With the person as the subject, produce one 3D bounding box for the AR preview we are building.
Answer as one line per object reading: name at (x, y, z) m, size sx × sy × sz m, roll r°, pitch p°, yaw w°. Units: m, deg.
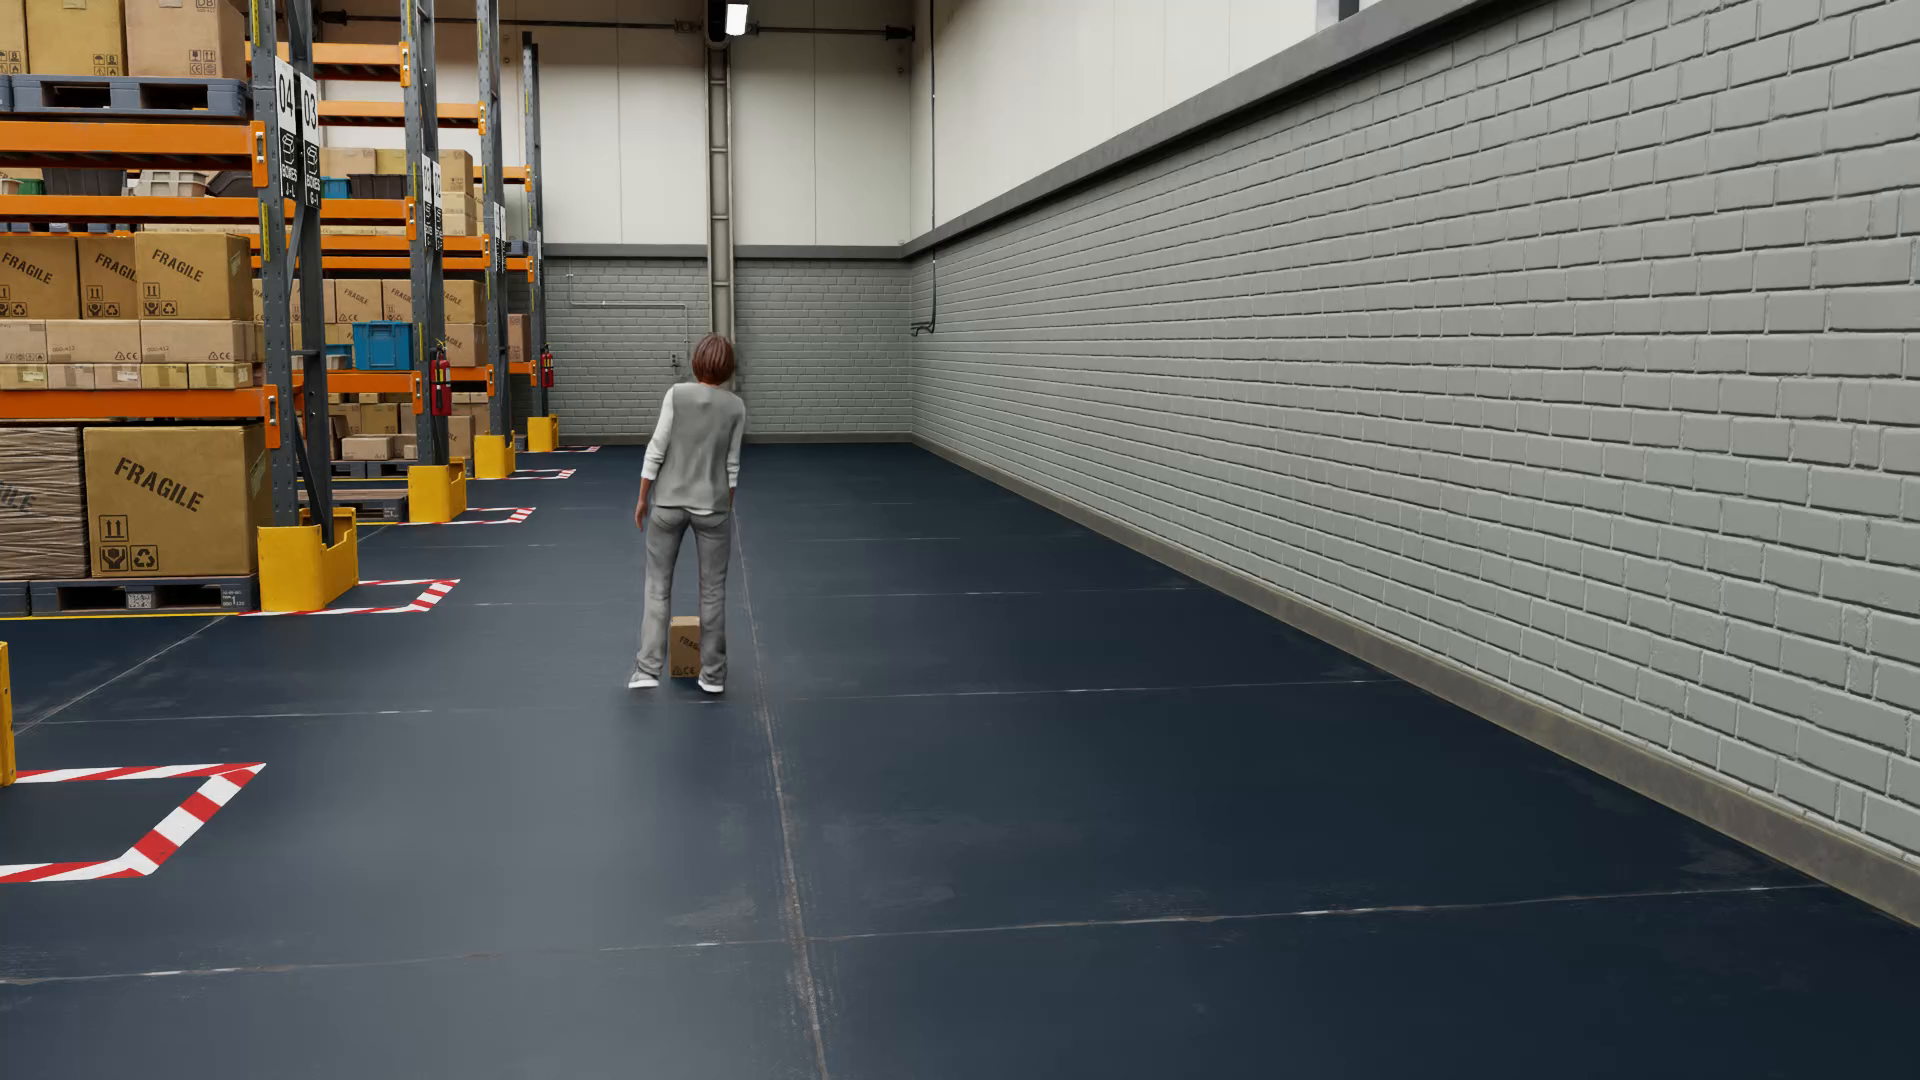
person at (-1.218, -0.114, 7.404) m, size 0.540 × 1.598 × 0.332 m, roll -1°, pitch 7°, yaw -7°
